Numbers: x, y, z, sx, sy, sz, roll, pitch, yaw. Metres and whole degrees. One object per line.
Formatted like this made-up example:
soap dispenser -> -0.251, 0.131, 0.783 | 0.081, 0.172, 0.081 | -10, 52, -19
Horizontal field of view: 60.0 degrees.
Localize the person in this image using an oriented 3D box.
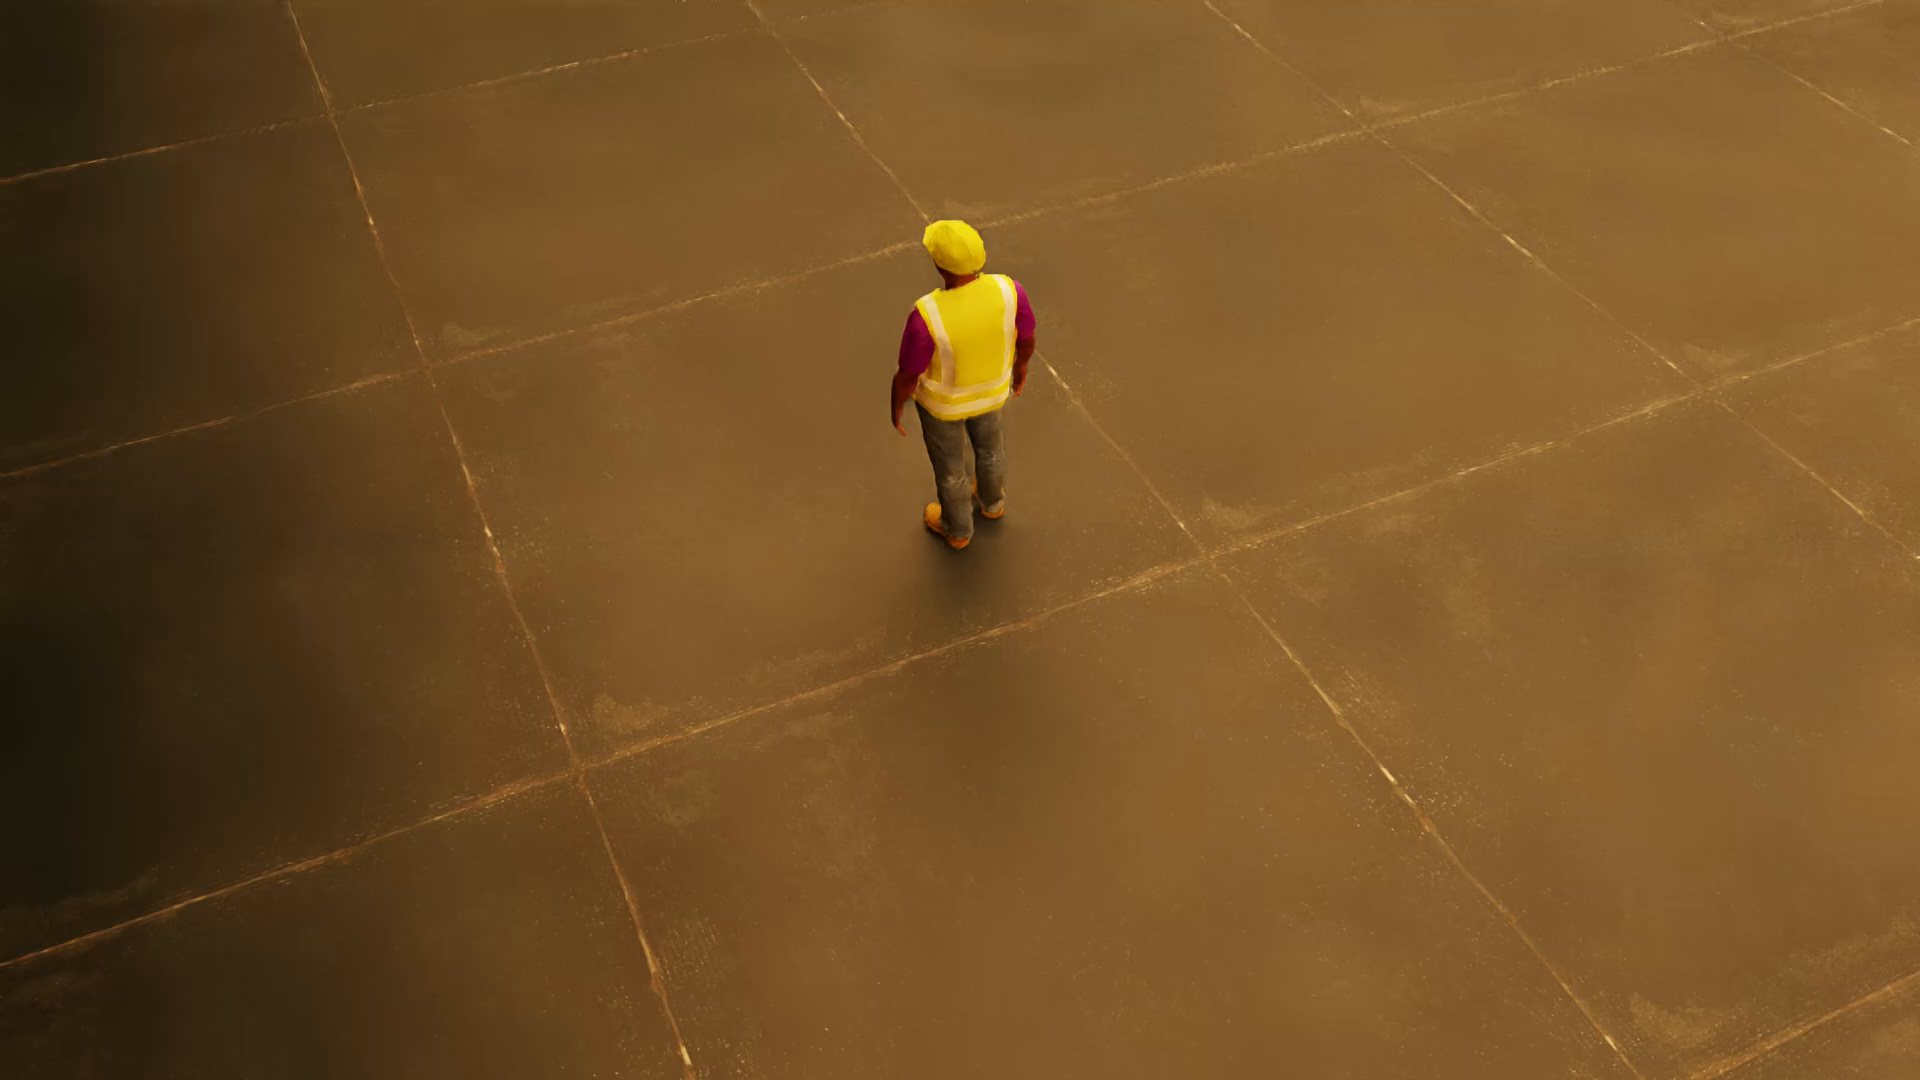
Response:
person -> -0.024, -0.695, 7.269 | 0.665, 1.766, 0.576 | -18, 46, -18
